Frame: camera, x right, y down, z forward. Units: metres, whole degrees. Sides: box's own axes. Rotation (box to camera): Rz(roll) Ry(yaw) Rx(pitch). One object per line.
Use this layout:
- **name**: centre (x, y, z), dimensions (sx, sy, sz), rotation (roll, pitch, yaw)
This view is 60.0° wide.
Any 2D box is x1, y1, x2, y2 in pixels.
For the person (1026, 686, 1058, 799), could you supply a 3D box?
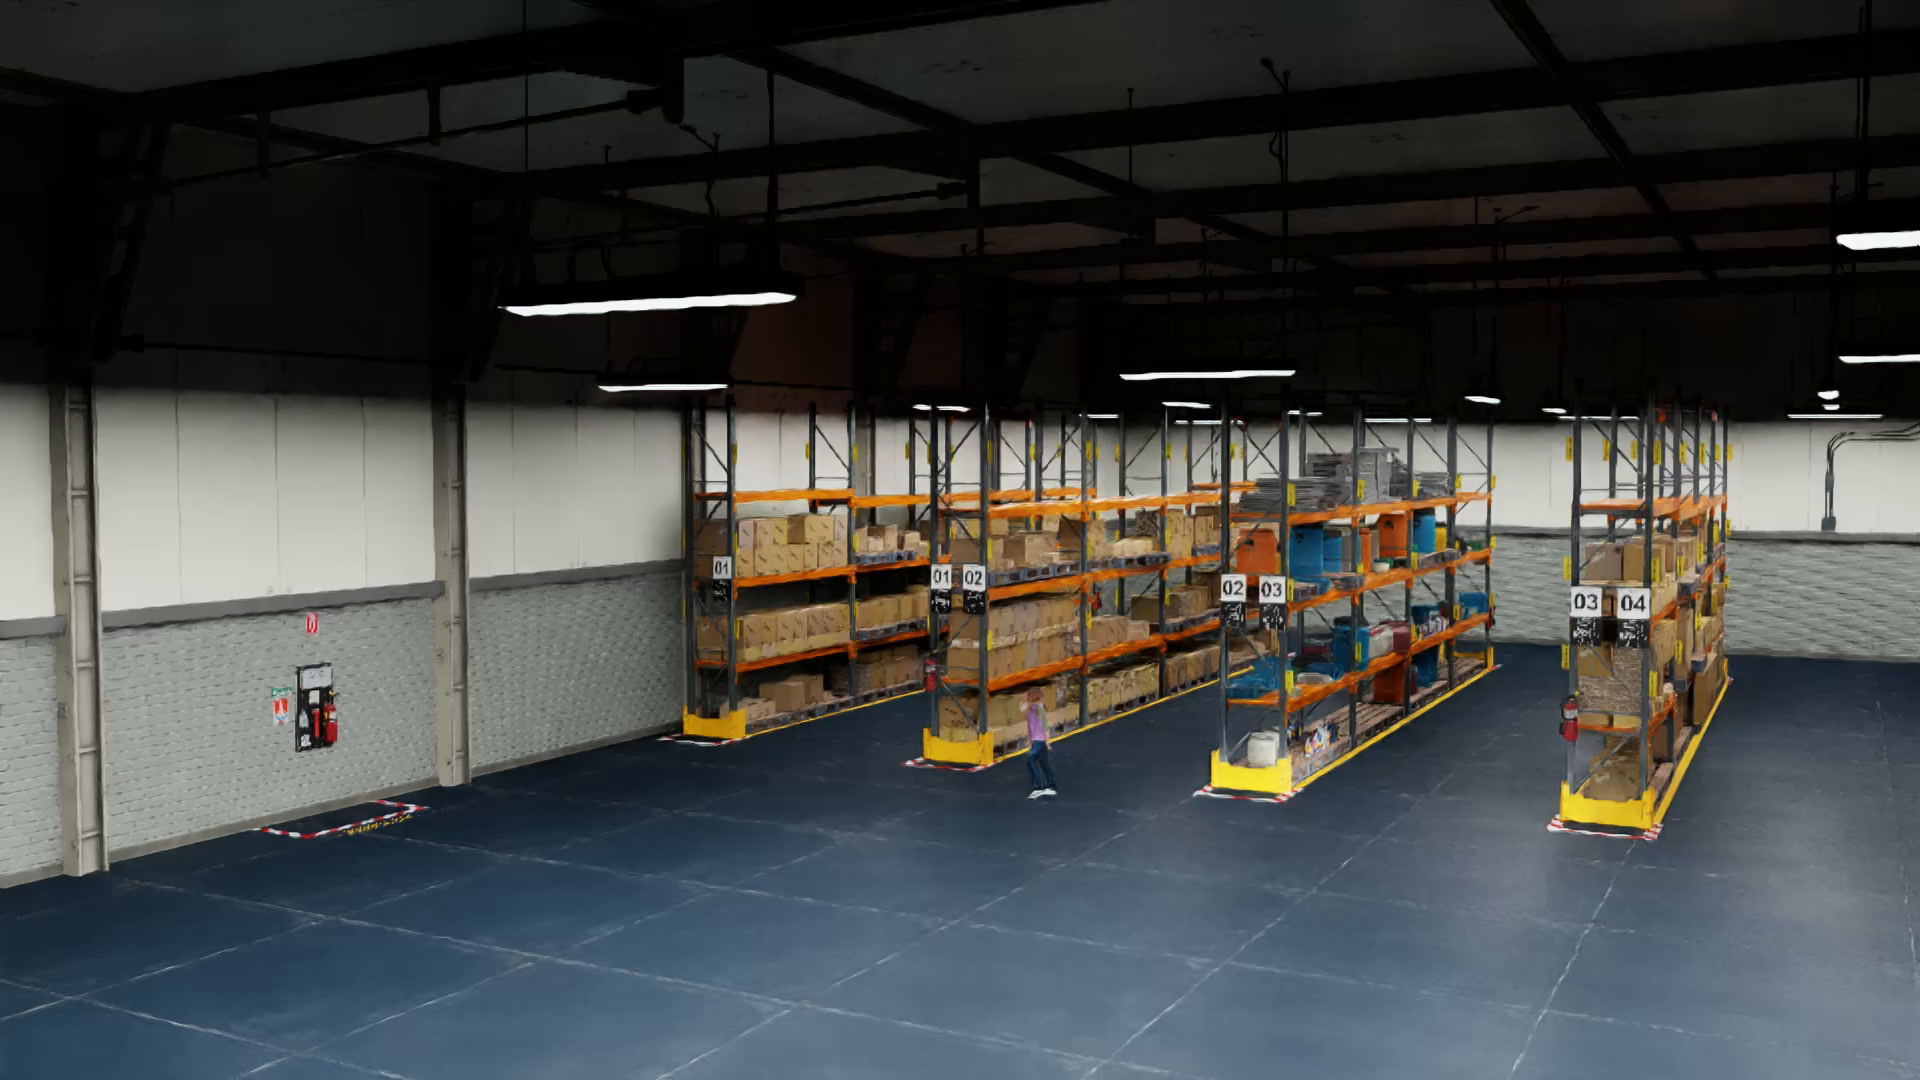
- **person**: centre (1.193, 2.934, 24.195), dimensions (0.462, 1.600, 0.509), rotation (0, 3, -3)
